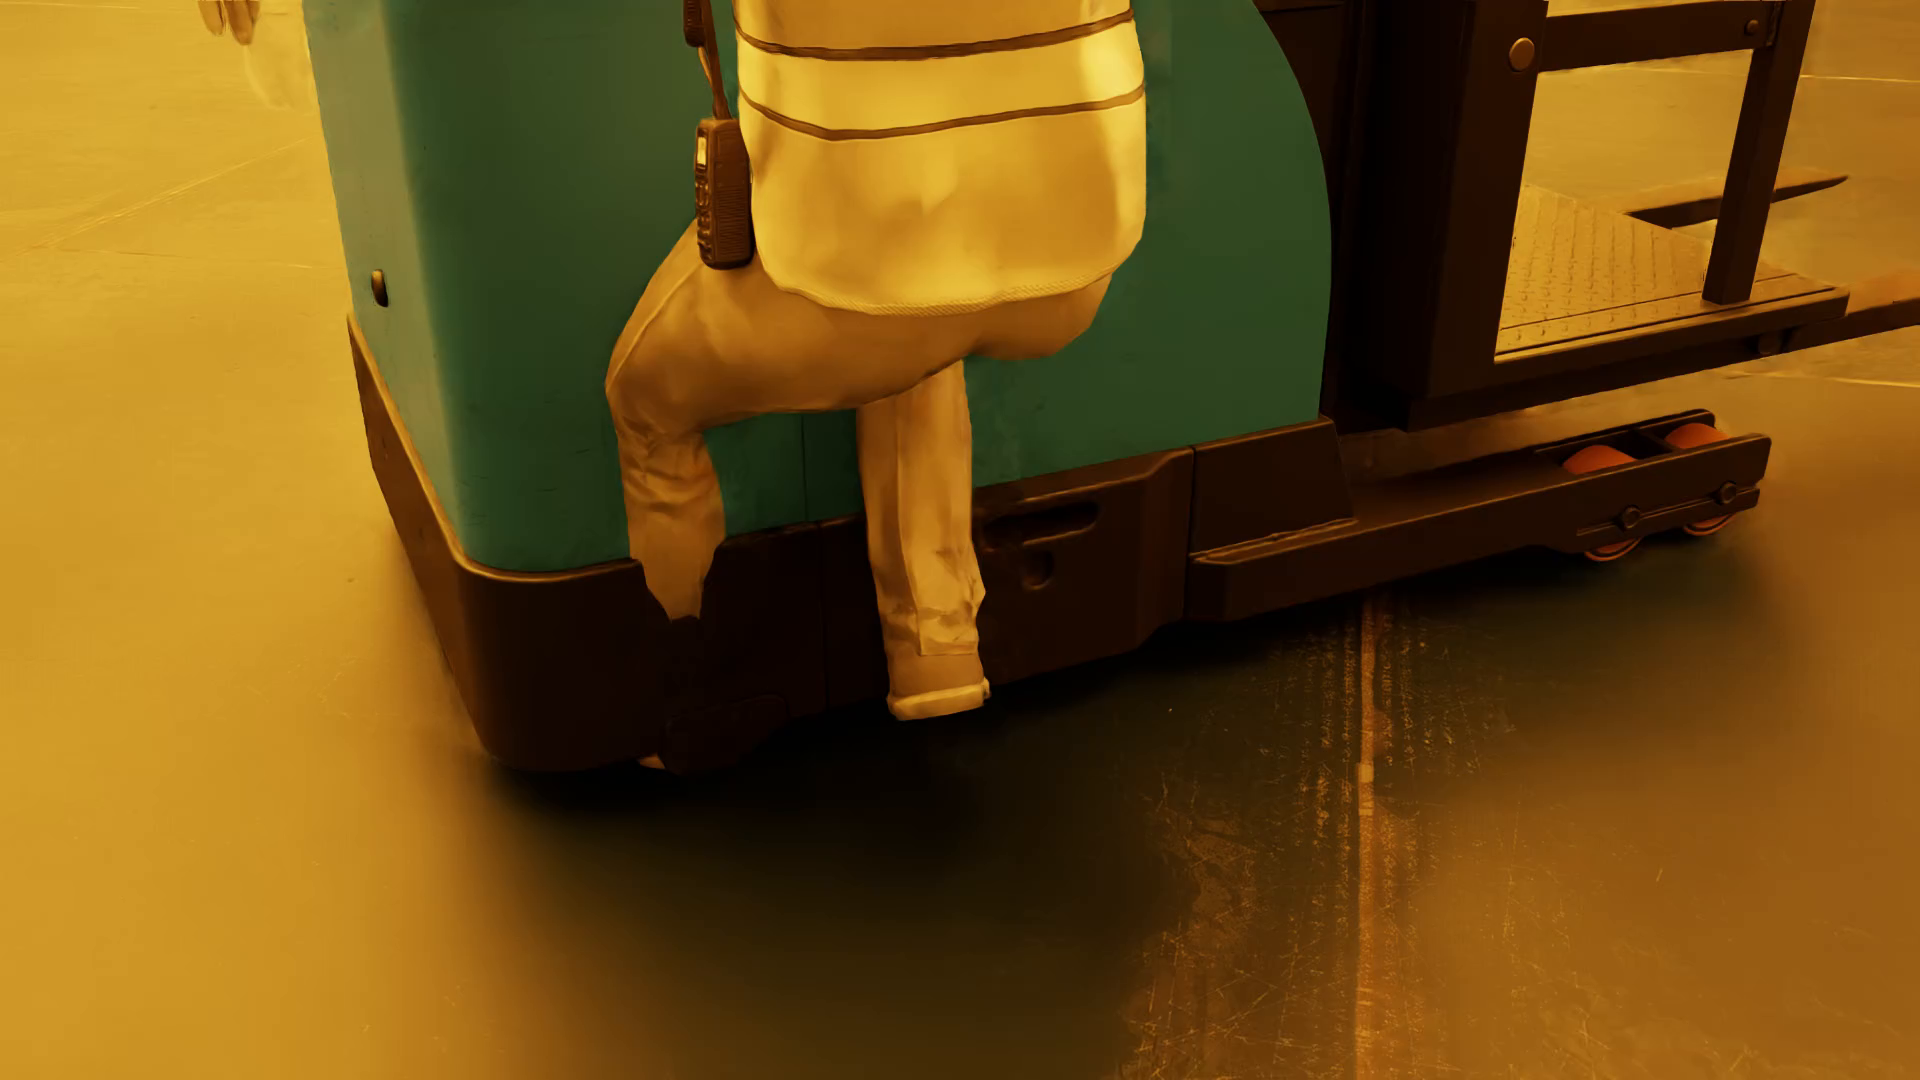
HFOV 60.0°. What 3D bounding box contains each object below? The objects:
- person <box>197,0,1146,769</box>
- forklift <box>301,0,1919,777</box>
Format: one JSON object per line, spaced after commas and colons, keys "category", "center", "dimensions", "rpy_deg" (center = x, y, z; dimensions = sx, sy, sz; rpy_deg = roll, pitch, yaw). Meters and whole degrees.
{"category": "person", "center": [-0.162, -0.396, 1.582], "dimensions": [0.991, 1.525, 0.767], "rpy_deg": [-11, 29, -20]}
{"category": "forklift", "center": [0.643, -1.479, 2.177], "dimensions": [3.031, 2.935, 1.130], "rpy_deg": [-12, 29, -23]}
